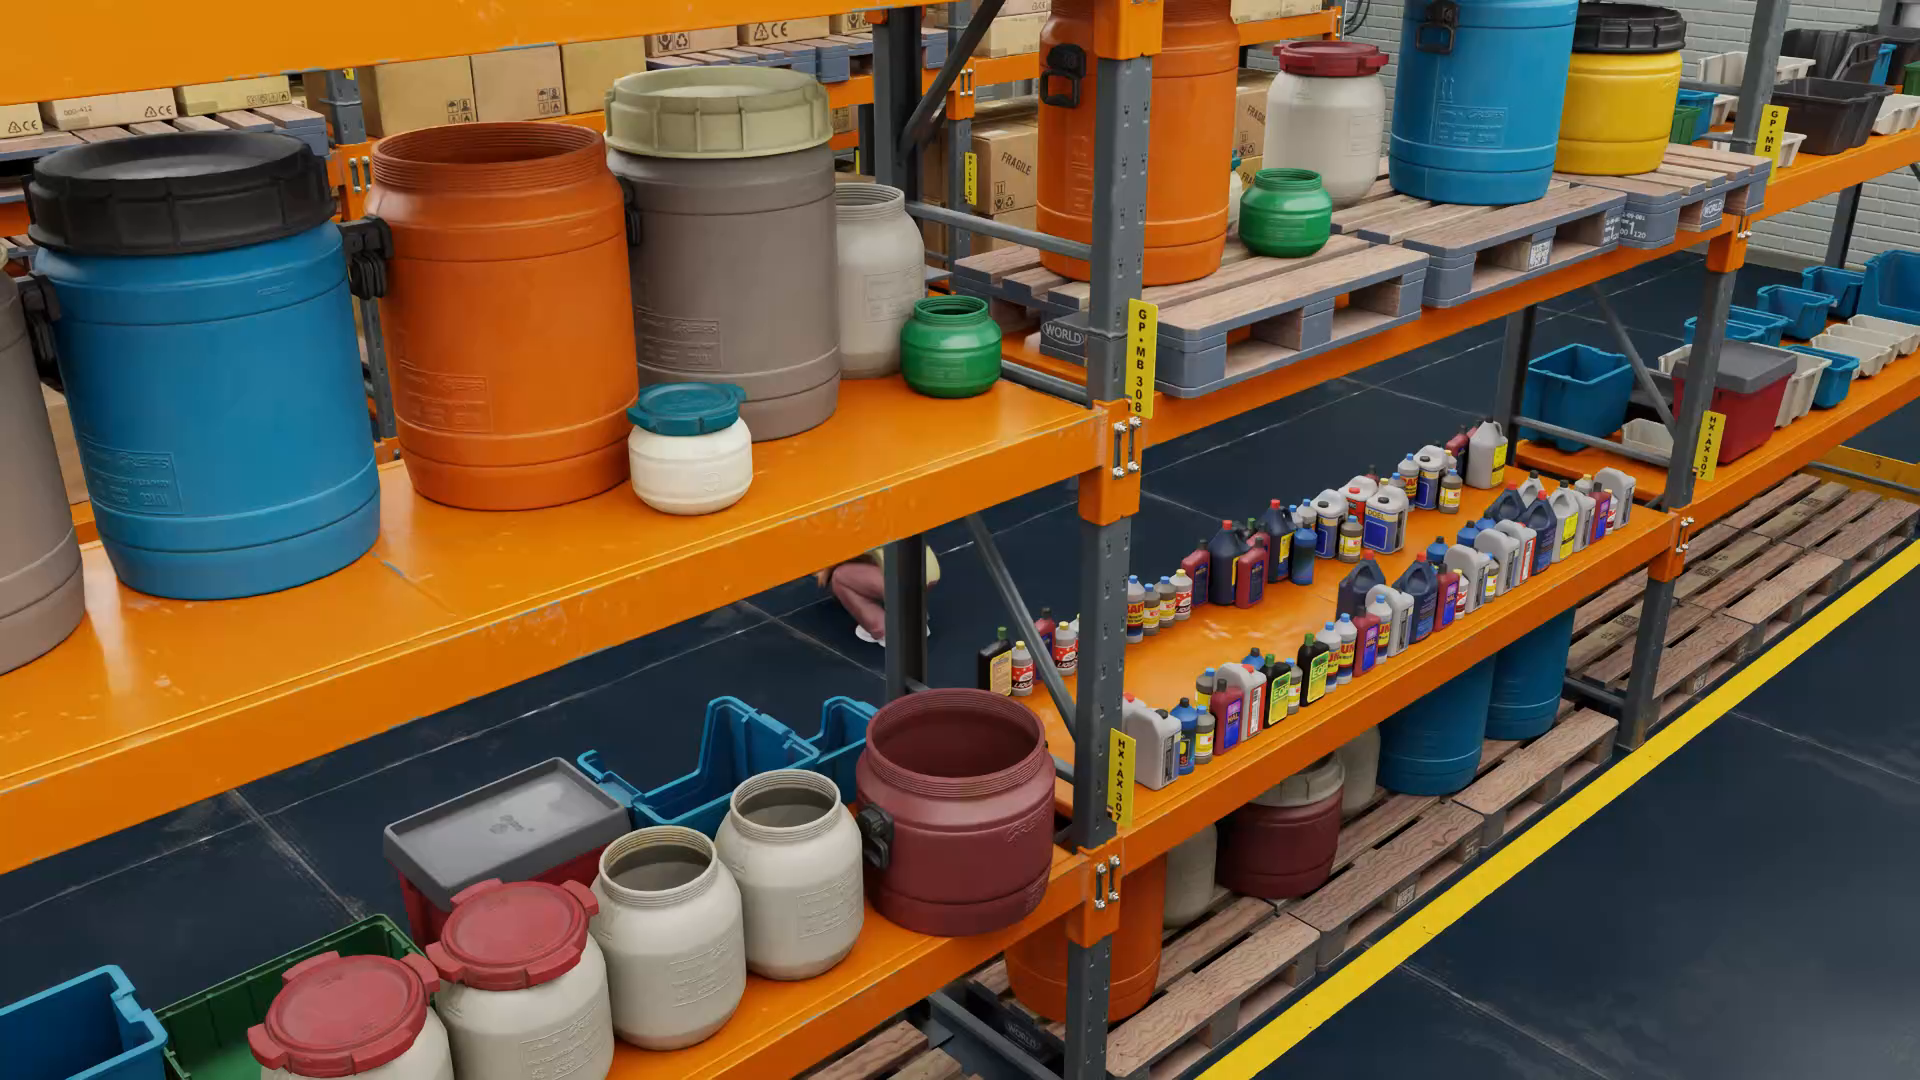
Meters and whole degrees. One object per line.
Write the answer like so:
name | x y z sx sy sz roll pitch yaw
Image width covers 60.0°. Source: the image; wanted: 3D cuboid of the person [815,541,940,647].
person | -0.477 0.074 9.343 0.468 0.941 0.809 -22 32 -39
